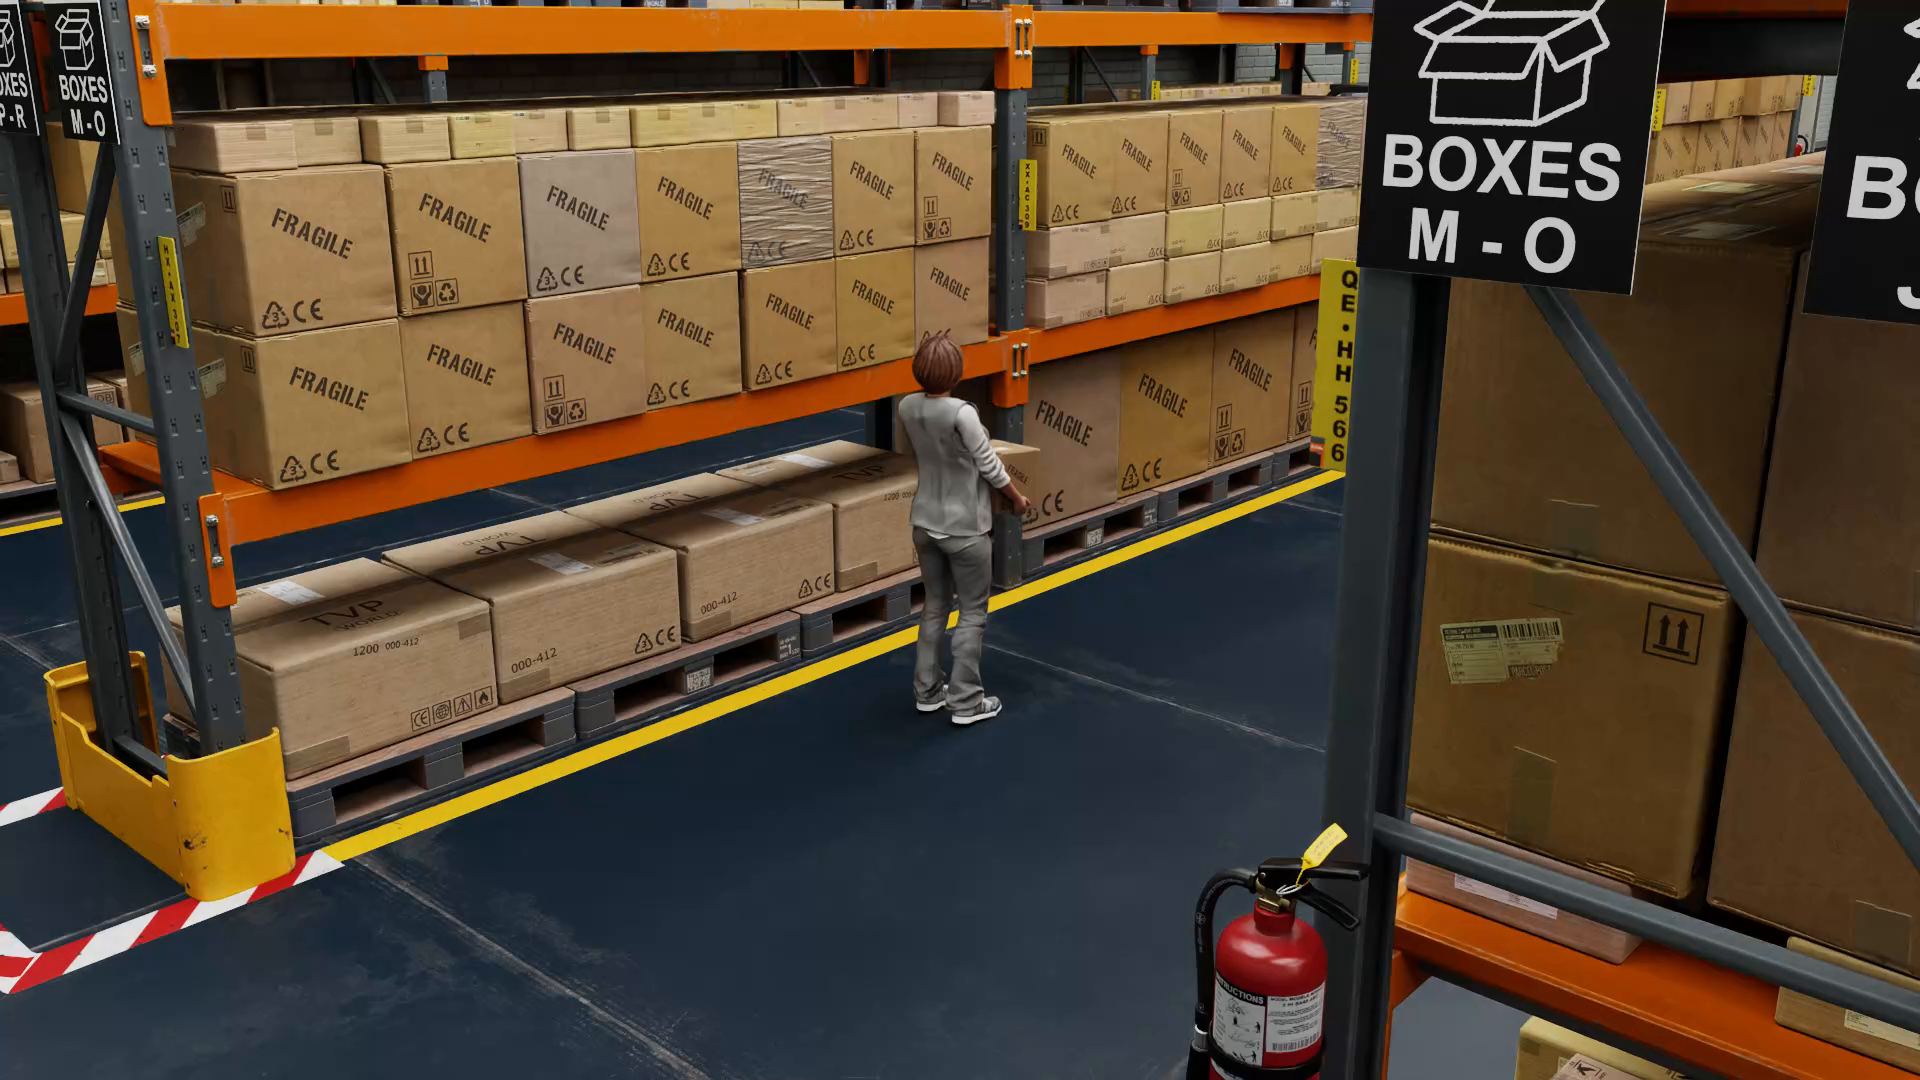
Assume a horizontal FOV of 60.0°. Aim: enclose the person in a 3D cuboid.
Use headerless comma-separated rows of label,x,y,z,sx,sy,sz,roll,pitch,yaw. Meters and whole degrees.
person,0.021,-0.057,6.757,0.404,1.590,0.492,15,23,40
